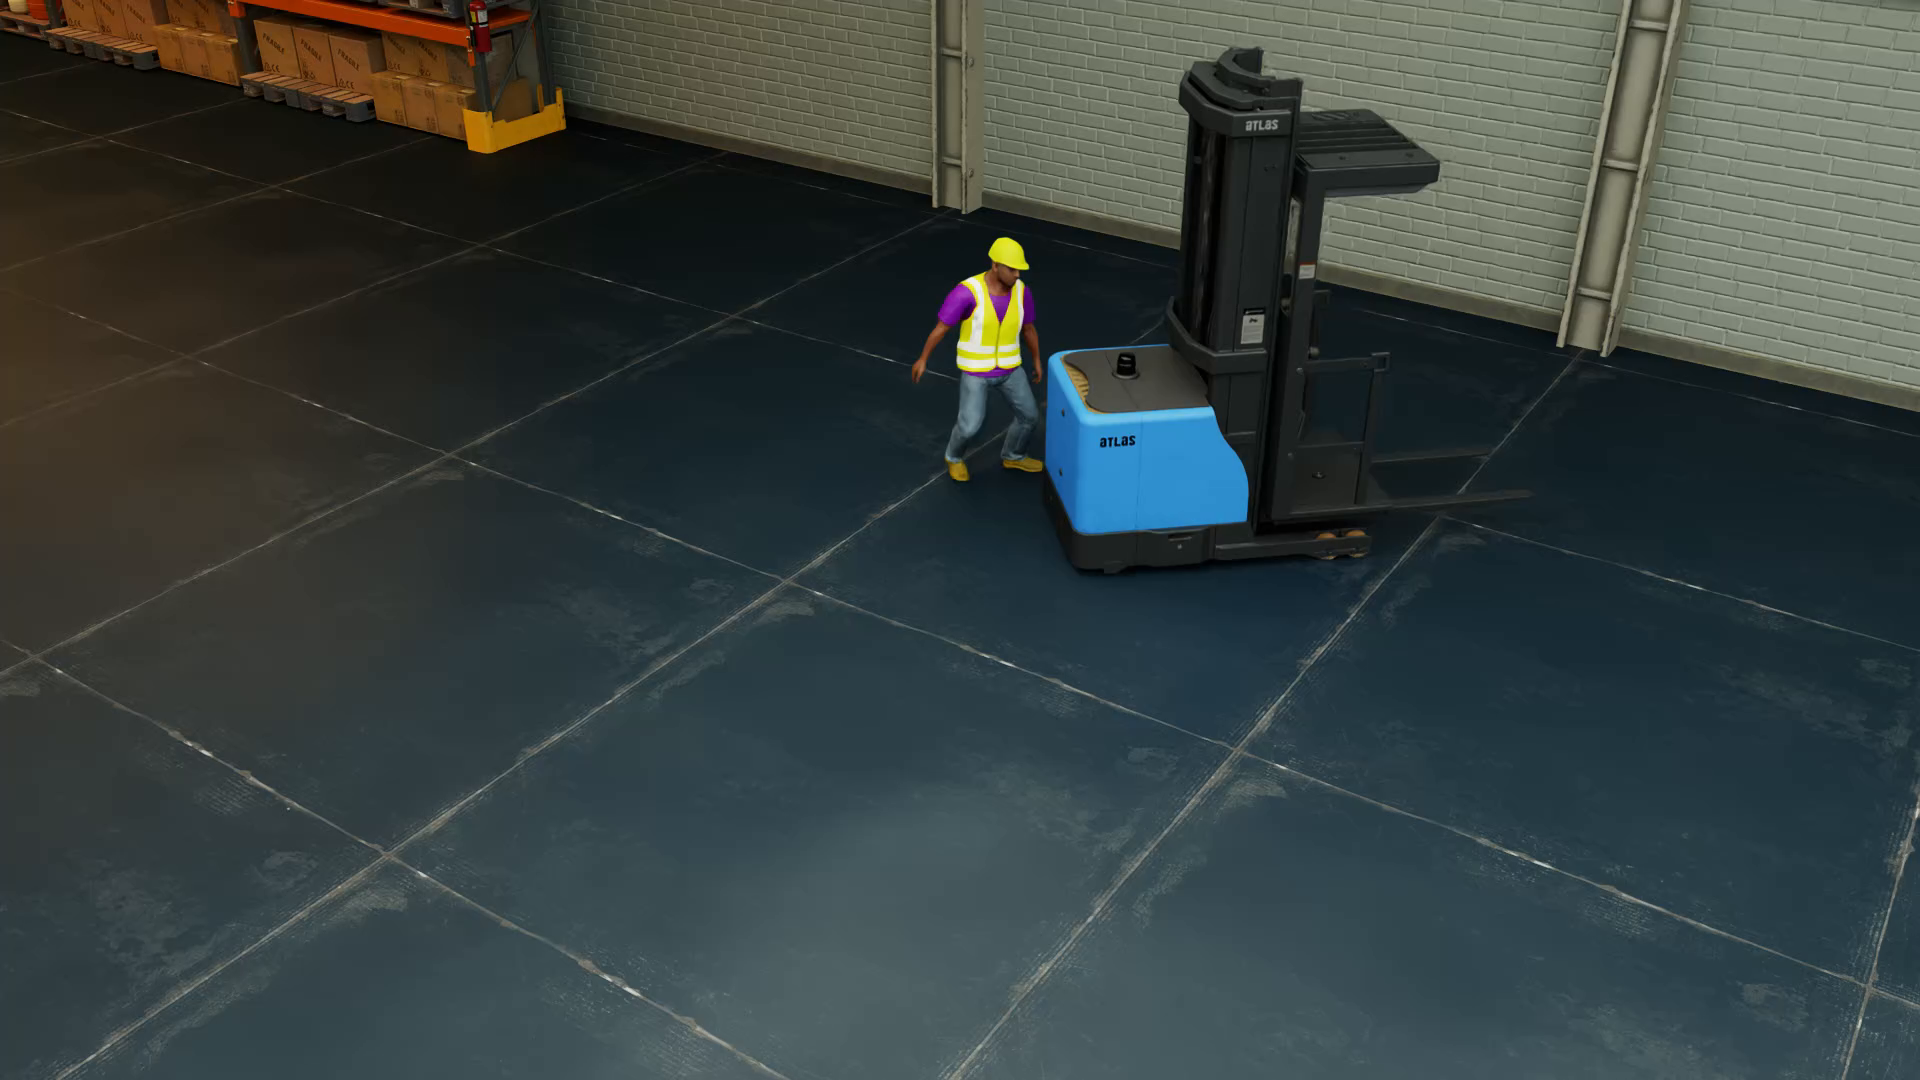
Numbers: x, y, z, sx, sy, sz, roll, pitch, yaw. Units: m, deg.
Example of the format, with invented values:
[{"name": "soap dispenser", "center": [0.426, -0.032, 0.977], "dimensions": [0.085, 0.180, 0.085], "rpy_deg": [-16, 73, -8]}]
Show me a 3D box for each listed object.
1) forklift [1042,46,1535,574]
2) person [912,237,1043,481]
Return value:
[{"name": "forklift", "center": [2.100, -1.401, 9.995], "dimensions": [3.031, 2.935, 1.130], "rpy_deg": [-5, 30, -8]}, {"name": "person", "center": [0.135, -1.156, 10.839], "dimensions": [0.912, 1.720, 0.504], "rpy_deg": [-10, 32, -16]}]
